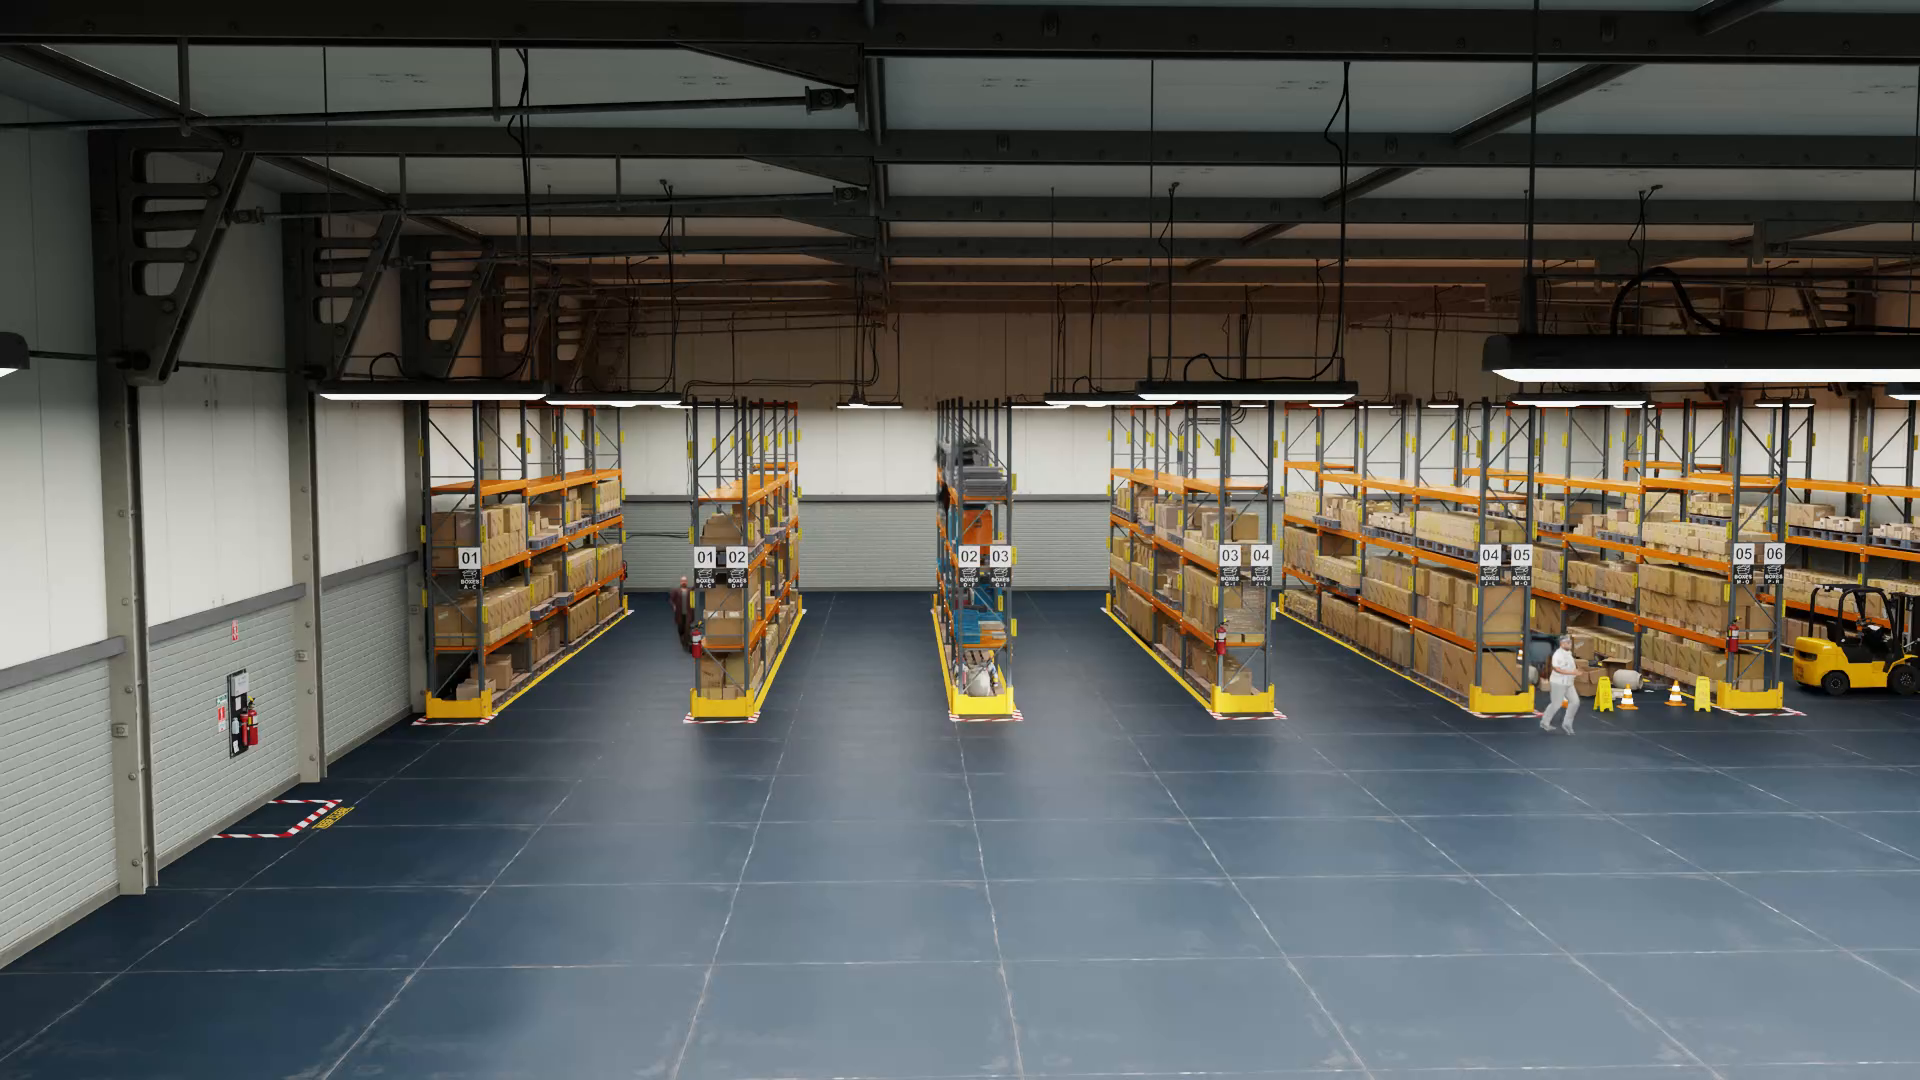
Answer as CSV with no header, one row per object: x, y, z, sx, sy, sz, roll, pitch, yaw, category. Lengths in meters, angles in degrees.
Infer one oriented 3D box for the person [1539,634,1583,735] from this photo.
10.699,2.587,29.499,0.684,1.871,0.769,-4,6,-44,person

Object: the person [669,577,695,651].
-6.639,1.759,40.081,0.720,1.753,0.878,-1,4,-10,person
